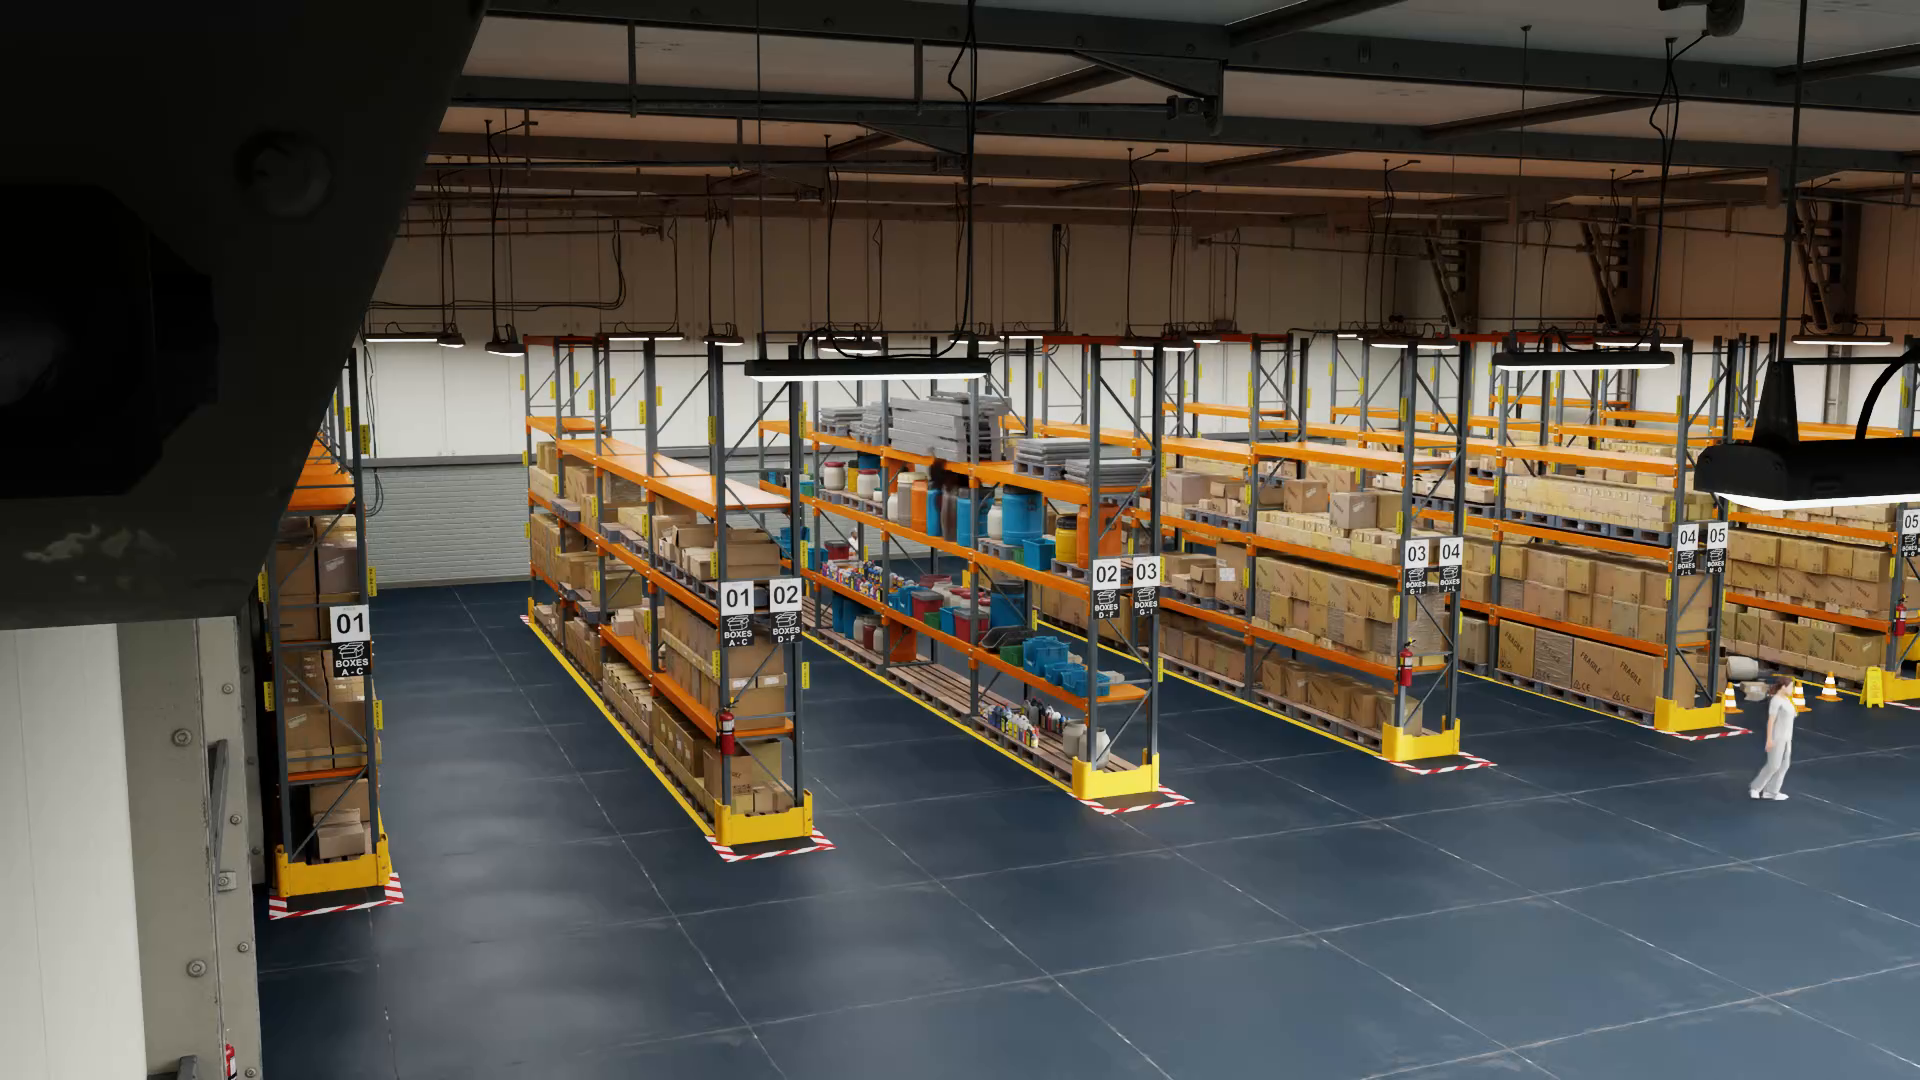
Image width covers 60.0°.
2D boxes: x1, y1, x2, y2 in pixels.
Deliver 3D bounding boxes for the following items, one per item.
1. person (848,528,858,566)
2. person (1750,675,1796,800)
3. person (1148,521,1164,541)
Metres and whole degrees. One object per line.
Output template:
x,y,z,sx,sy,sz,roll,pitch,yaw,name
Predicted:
-2.391,0.570,37.274,0.589,1.722,0.744,-7,11,-44,person
10.709,2.608,21.906,0.455,1.655,0.580,7,11,44,person
4.926,-0.002,41.425,0.913,1.723,0.710,-3,8,-23,person
